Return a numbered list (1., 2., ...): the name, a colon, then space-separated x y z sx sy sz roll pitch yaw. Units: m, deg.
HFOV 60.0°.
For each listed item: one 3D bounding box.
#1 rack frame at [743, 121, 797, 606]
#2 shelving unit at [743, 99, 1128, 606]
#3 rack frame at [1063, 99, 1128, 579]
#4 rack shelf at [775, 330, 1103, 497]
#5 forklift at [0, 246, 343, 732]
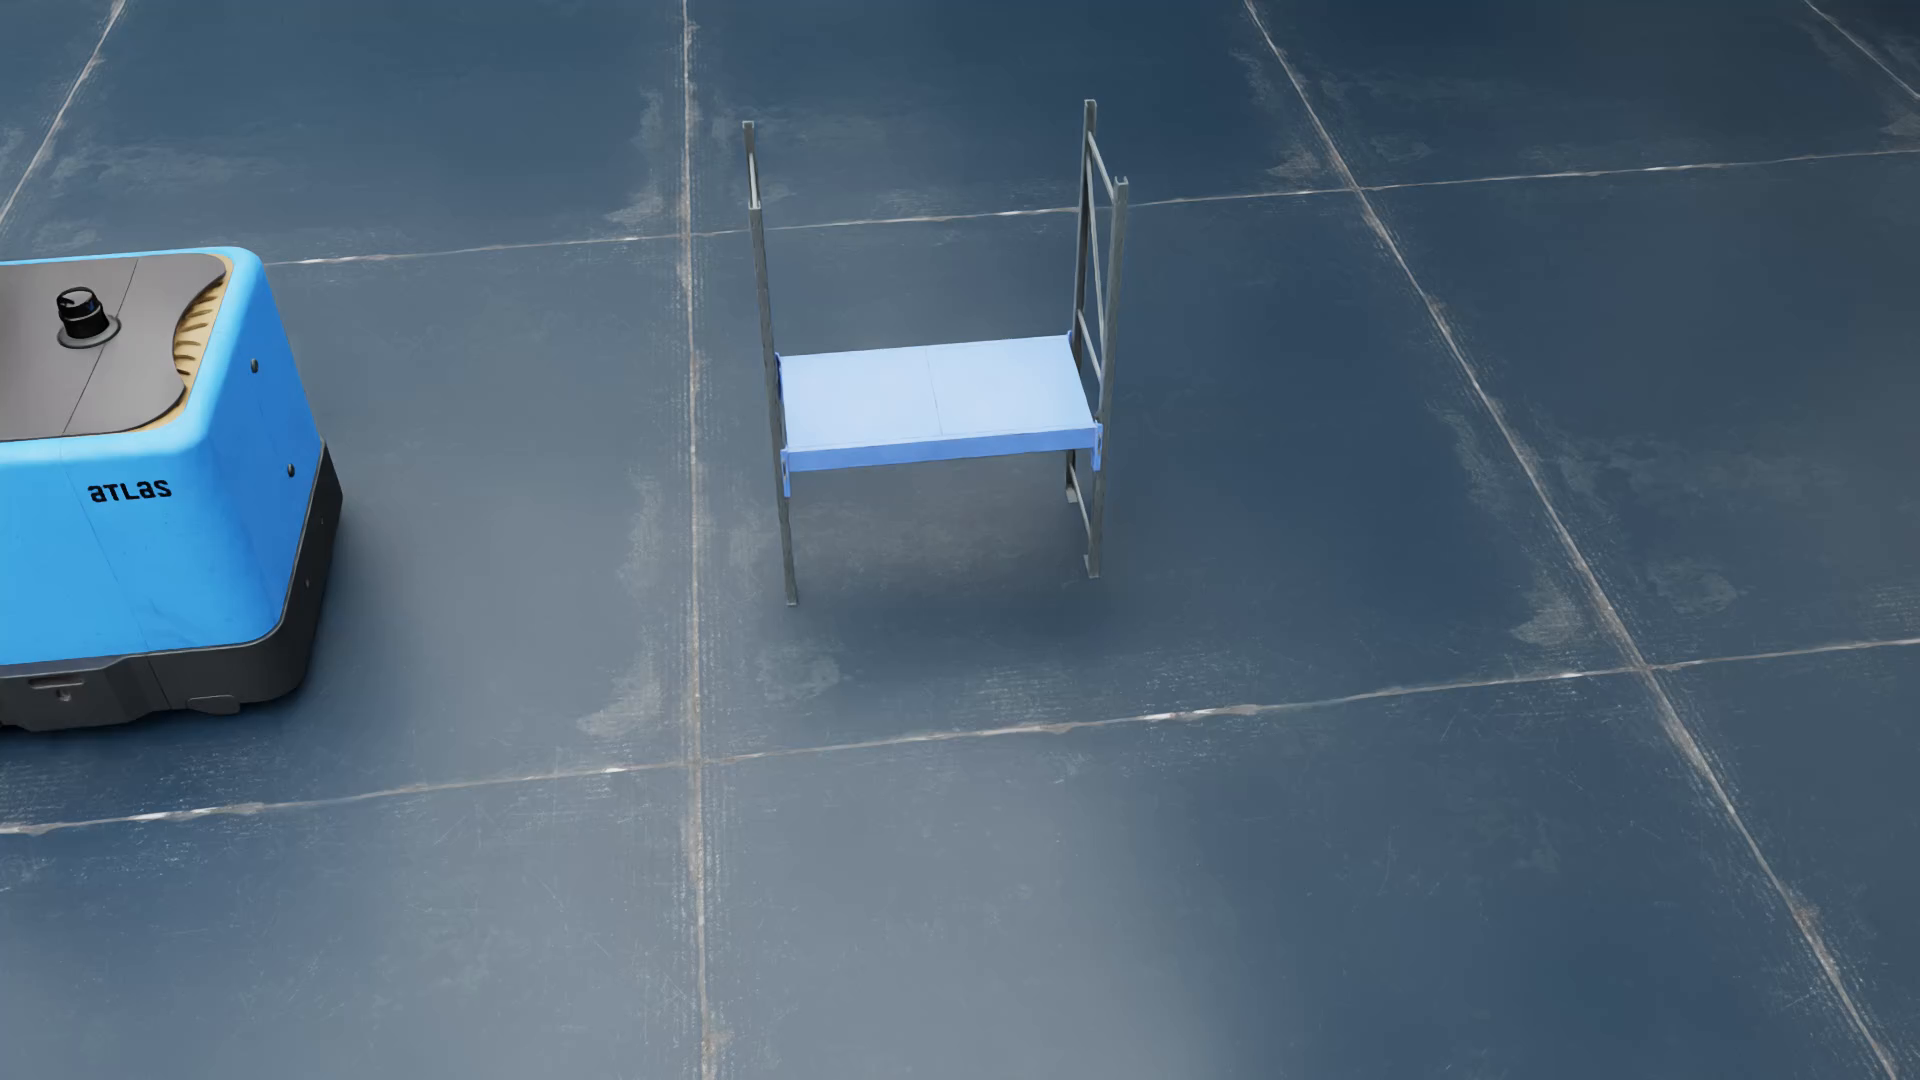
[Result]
1. rack frame: -0.589 -0.505 5.190 0.032 1.500 0.500 -5 42 -6
2. shelving unit: -0.085 -0.549 5.239 1.048 1.500 0.538 -5 42 -6
3. rack frame: 0.419 -0.594 5.288 0.032 1.500 0.500 -5 42 -6
4. rack shelf: -0.085 -0.416 5.360 1.000 0.185 0.538 -5 42 -6
5. forklift: -3.598 -0.764 4.409 3.031 2.935 1.130 -5 42 -6
